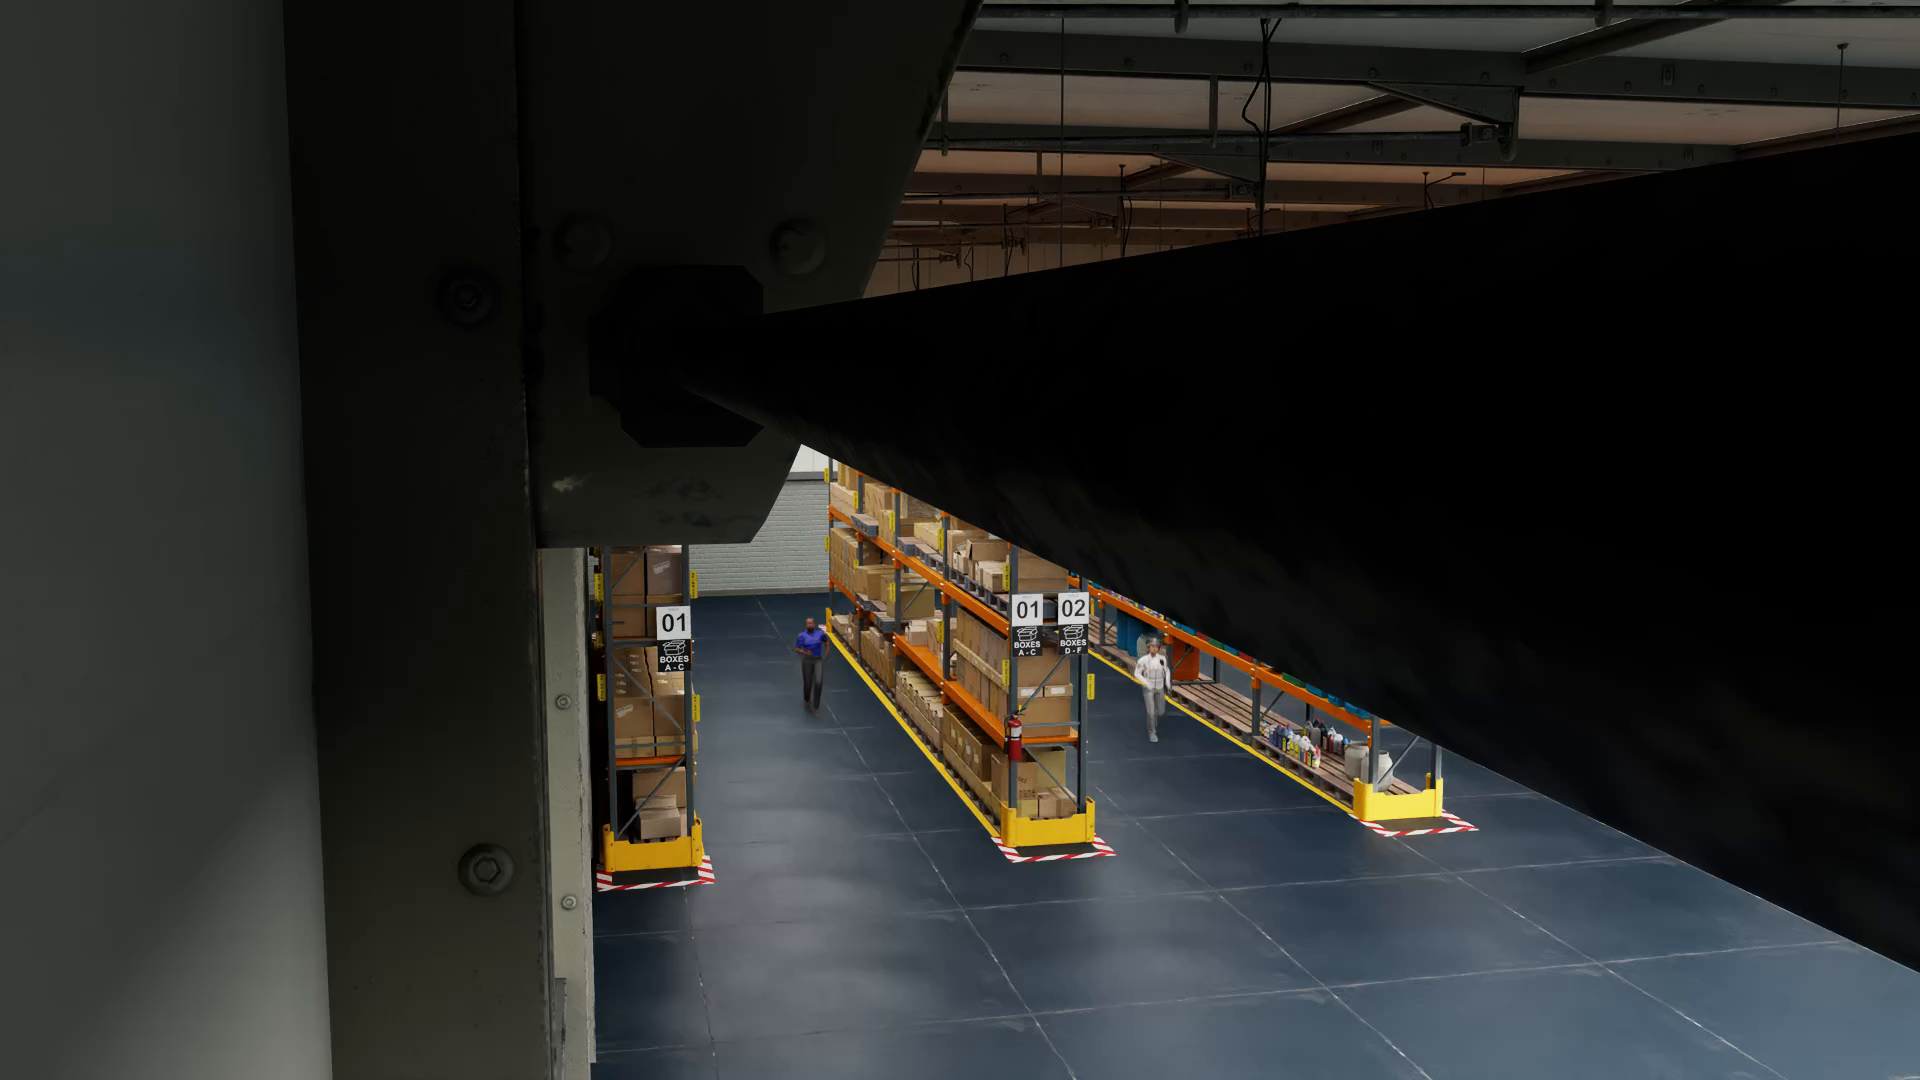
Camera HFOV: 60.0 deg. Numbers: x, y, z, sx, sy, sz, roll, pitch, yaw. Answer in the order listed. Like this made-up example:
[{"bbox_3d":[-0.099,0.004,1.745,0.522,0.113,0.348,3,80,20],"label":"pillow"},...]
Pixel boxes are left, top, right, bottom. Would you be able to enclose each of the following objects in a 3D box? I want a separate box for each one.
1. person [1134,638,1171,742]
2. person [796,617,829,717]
[{"bbox_3d":[3.086,2.375,26.552,0.616,1.660,0.531,-1,7,-9],"label":"person"},{"bbox_3d":[-2.523,2.155,28.502,0.581,1.694,0.765,-1,7,-7],"label":"person"}]
